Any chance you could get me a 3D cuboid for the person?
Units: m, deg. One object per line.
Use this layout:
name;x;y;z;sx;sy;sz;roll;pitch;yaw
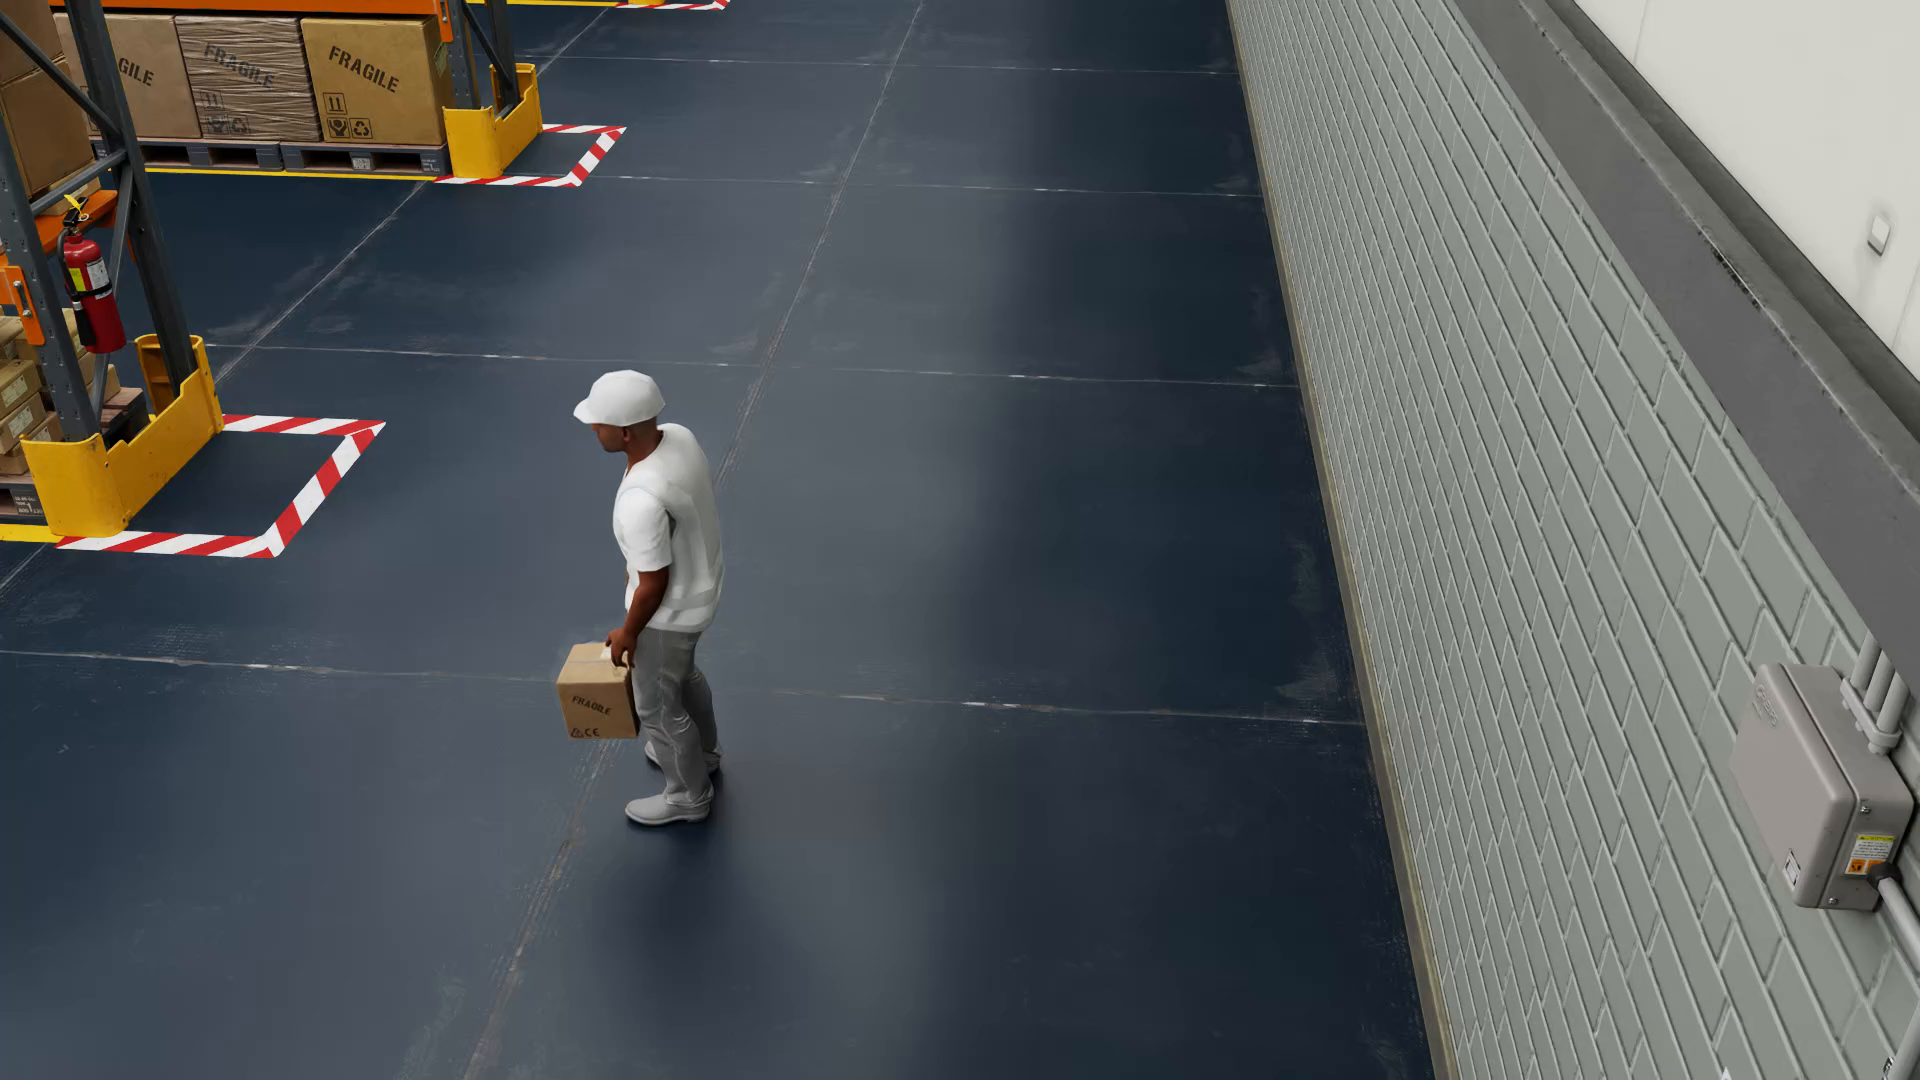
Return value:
person;-1.031;0.206;5.782;0.430;1.764;0.591;2;32;3
